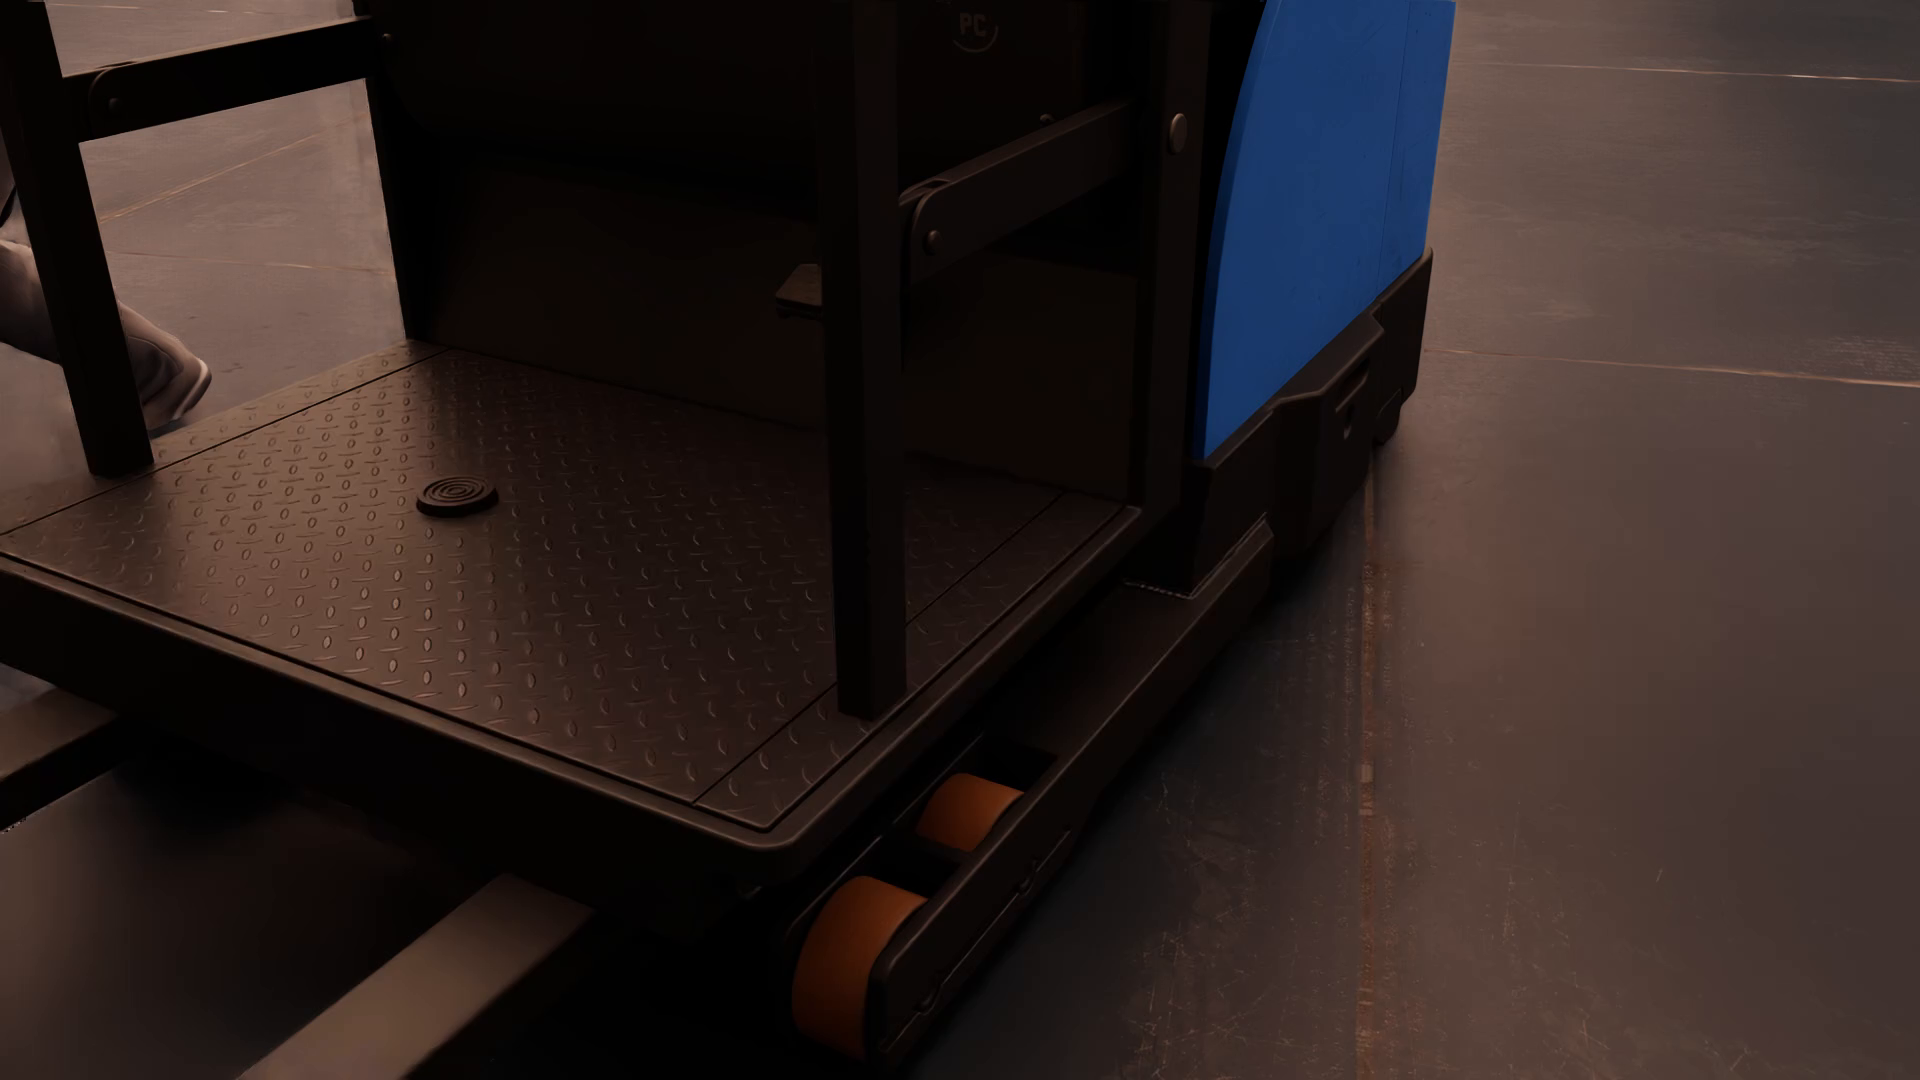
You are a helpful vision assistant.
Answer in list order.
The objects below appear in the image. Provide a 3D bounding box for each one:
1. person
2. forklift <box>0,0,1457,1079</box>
[{"bbox_3d":[-1.567,-0.751,2.407,0.641,1.580,1.116,-10,28,-19],"label":"person"},{"bbox_3d":[-0.376,-1.061,1.349,1.130,2.935,3.031,14,30,26],"label":"forklift"}]
